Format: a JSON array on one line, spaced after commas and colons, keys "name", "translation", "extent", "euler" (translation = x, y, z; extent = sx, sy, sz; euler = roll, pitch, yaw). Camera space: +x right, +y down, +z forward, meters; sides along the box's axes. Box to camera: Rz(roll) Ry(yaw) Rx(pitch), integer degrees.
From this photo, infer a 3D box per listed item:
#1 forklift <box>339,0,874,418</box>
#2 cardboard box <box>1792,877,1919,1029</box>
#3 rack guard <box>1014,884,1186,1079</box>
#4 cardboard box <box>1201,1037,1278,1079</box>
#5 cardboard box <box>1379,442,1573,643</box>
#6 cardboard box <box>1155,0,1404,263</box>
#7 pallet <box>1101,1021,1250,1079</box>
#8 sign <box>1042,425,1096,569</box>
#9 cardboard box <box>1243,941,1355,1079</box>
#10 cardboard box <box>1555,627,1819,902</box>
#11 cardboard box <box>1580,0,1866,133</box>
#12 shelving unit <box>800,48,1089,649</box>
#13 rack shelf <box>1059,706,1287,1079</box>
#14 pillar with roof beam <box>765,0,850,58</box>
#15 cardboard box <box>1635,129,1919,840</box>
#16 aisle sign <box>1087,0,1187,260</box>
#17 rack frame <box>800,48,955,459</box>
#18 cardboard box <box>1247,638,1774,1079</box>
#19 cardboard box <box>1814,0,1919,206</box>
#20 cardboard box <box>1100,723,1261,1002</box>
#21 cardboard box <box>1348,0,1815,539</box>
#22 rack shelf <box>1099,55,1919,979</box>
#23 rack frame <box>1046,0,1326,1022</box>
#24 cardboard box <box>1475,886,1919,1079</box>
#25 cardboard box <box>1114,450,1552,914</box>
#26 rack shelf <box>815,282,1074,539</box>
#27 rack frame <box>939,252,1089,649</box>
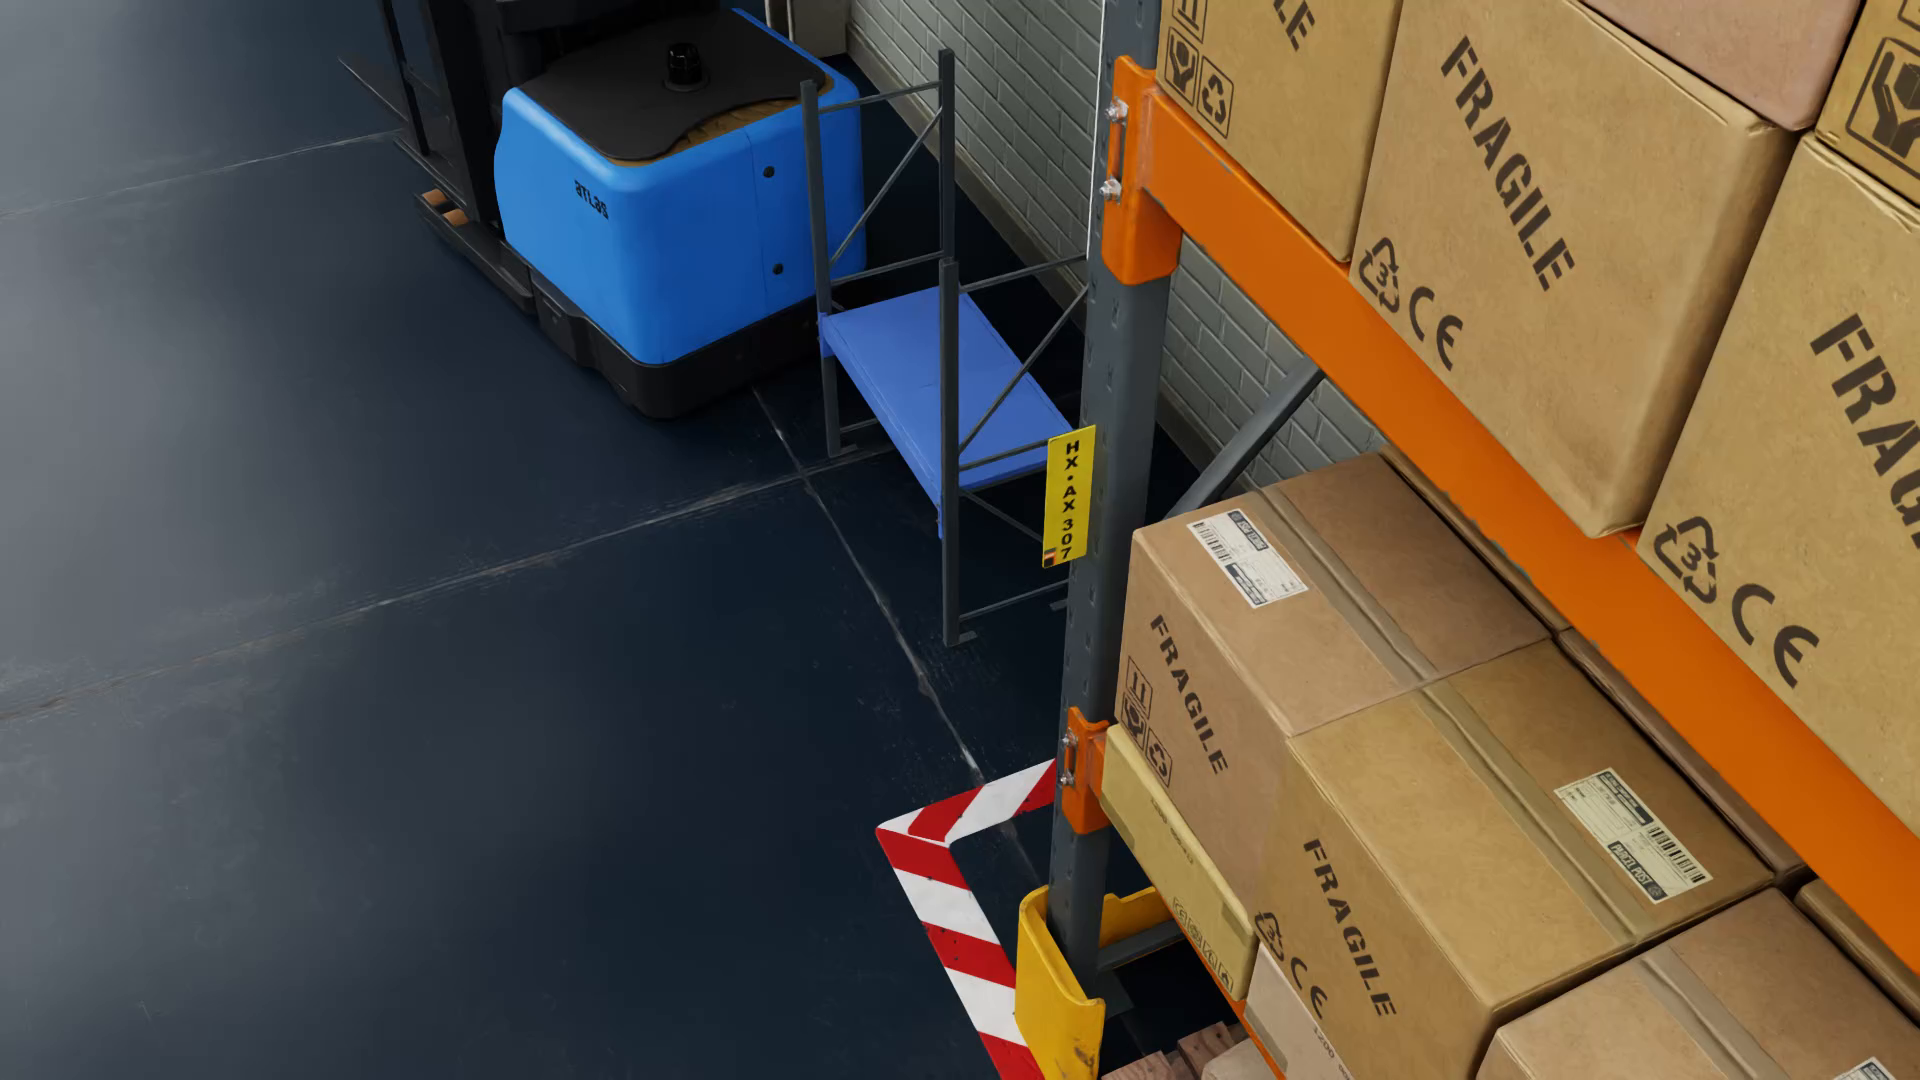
[{"name": "forklift", "translation": [-1.663, -2.462, 6.158], "extent": [1.130, 2.935, 3.031], "euler": [-30, 52, -27]}, {"name": "cardboard box", "translation": [1.510, 0.740, 2.423], "extent": [0.500, 0.500, 0.500], "euler": [-19, 48, -18]}, {"name": "rack guard", "translation": [0.727, 1.010, 4.371], "extent": [1.175, 0.500, 0.348], "euler": [-18, 47, -17]}, {"name": "cardboard box", "translation": [0.905, 1.339, 3.858], "extent": [0.500, 0.311, 0.500], "euler": [-23, 49, -22]}, {"name": "cardboard box", "translation": [1.086, 0.088, 3.083], "extent": [0.500, 0.500, 0.500], "euler": [-19, 48, -18]}, {"name": "cardboard box", "translation": [0.609, -0.752, 2.155], "extent": [0.500, 0.500, 0.500], "euler": [-17, 47, -16]}, {"name": "pallet", "translation": [1.037, 1.641, 3.937], "extent": [1.003, 0.211, 1.213], "euler": [-18, 47, -17]}, {"name": "sign", "translation": [0.203, -0.076, 3.075], "extent": [0.100, 0.325, 0.005], "euler": [-18, 47, -17]}, {"name": "cardboard box", "translation": [0.844, 0.849, 2.846], "extent": [0.500, 0.250, 0.500], "euler": [-19, 48, -19]}, {"name": "cardboard box", "translation": [1.289, 0.412, 2.755], "extent": [0.500, 0.500, 0.500], "euler": [-17, 47, -17]}, {"name": "cardboard box", "translation": [0.802, -0.743, 1.434], "extent": [0.500, 0.500, 0.500], "euler": [-19, 48, -18]}, {"name": "shelving unit", "translation": [-0.036, -0.588, 5.278], "extent": [0.538, 1.500, 1.048], "euler": [-18, 47, -17]}, {"name": "rack shelf", "translation": [1.536, 1.602, 2.503], "extent": [1.077, 0.370, 4.000], "euler": [-18, 47, -17]}, {"name": "pillar with roof beam", "translation": [-4.654, -4.426, 3.828], "extent": [9.100, 9.000, 0.400], "euler": [-18, 47, -17]}, {"name": "cardboard box", "translation": [1.024, -0.070, 1.464], "extent": [0.500, 0.500, 0.500], "euler": [-16, 47, -16]}, {"name": "aisle sign", "translation": [0.393, -0.811, 2.585], "extent": [0.394, 0.787, 0.004], "euler": [-18, 47, -17]}, {"name": "rack frame", "translation": [-0.250, -0.912, 5.607], "extent": [0.500, 1.500, 0.032], "euler": [-18, 47, -17]}, {"name": "cardboard box", "translation": [0.822, 0.562, 2.604], "extent": [0.500, 0.500, 0.500], "euler": [-18, 47, -17]}, {"name": "cardboard box", "translation": [1.028, -0.420, 1.107], "extent": [0.500, 0.500, 0.500], "euler": [-17, 47, -16]}, {"name": "cardboard box", "translation": [0.612, 0.523, 3.177], "extent": [0.500, 0.250, 0.500], "euler": [-19, 48, -19]}, {"name": "cardboard box", "translation": [0.803, -0.399, 1.798], "extent": [0.500, 0.500, 0.500], "euler": [-15, 47, -15]}, {"name": "rack shelf", "translation": [1.536, 0.534, 1.449], "extent": [1.077, 0.370, 4.000], "euler": [-18, 47, -17]}, {"name": "rack frame", "translation": [0.695, 0.072, 3.542], "extent": [1.000, 3.000, 0.127], "euler": [-18, 47, -17]}, {"name": "cardboard box", "translation": [1.034, 0.893, 2.268], "extent": [0.500, 0.500, 0.500], "euler": [-20, 48, -19]}, {"name": "cardboard box", "translation": [0.623, 0.244, 2.926], "extent": [0.500, 0.500, 0.500], "euler": [-18, 47, -17]}, {"name": "rack shelf", "translation": [-0.036, -0.460, 5.405], "extent": [0.538, 0.185, 1.000], "euler": [-18, 47, -17]}, {"name": "rack frame", "translation": [0.178, -0.264, 4.950], "extent": [0.500, 1.500, 0.032], "euler": [-18, 47, -17]}]
